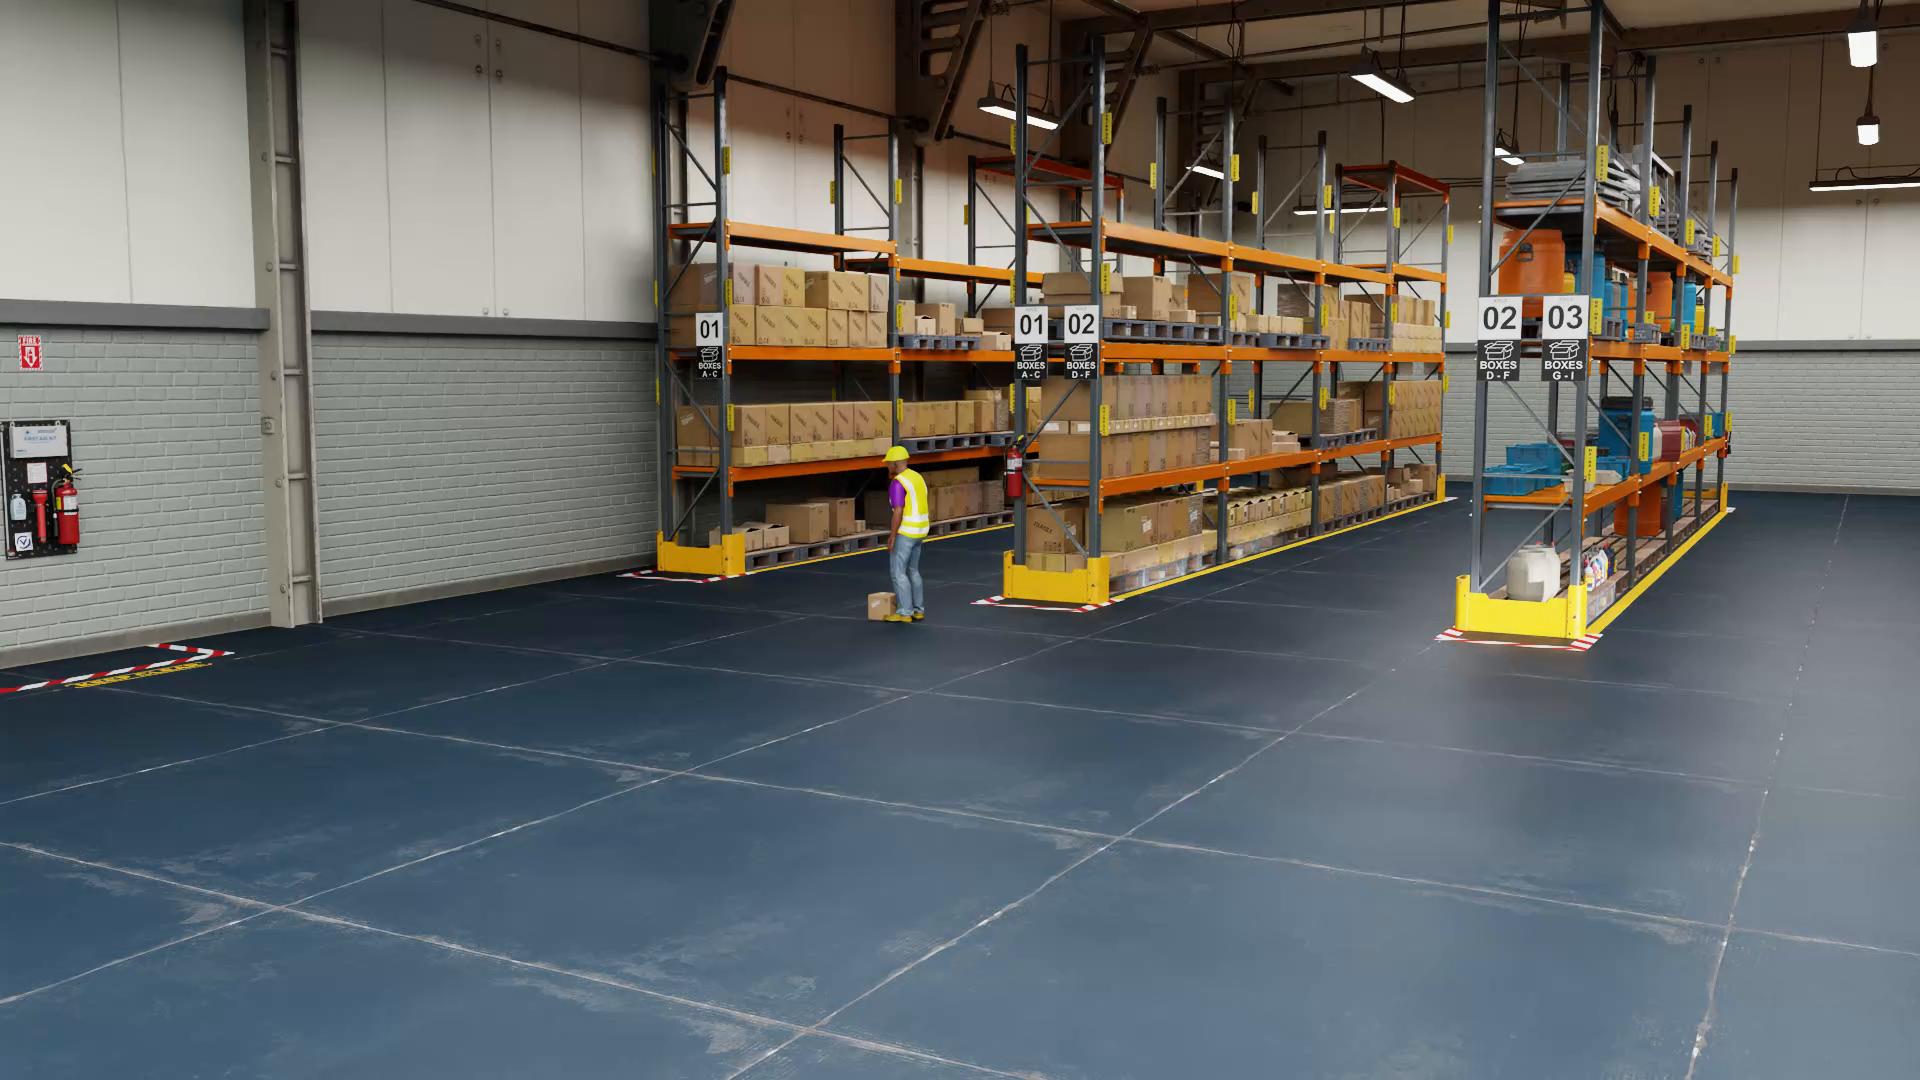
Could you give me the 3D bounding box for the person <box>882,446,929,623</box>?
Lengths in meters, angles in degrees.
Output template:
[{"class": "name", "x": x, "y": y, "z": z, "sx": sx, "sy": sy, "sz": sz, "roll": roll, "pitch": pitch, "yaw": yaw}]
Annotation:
[{"class": "person", "x": -0.558, "y": -0.063, "z": 16.688, "sx": 0.462, "sy": 1.755, "sz": 0.627, "roll": 3, "pitch": 7, "yaw": 26}]
